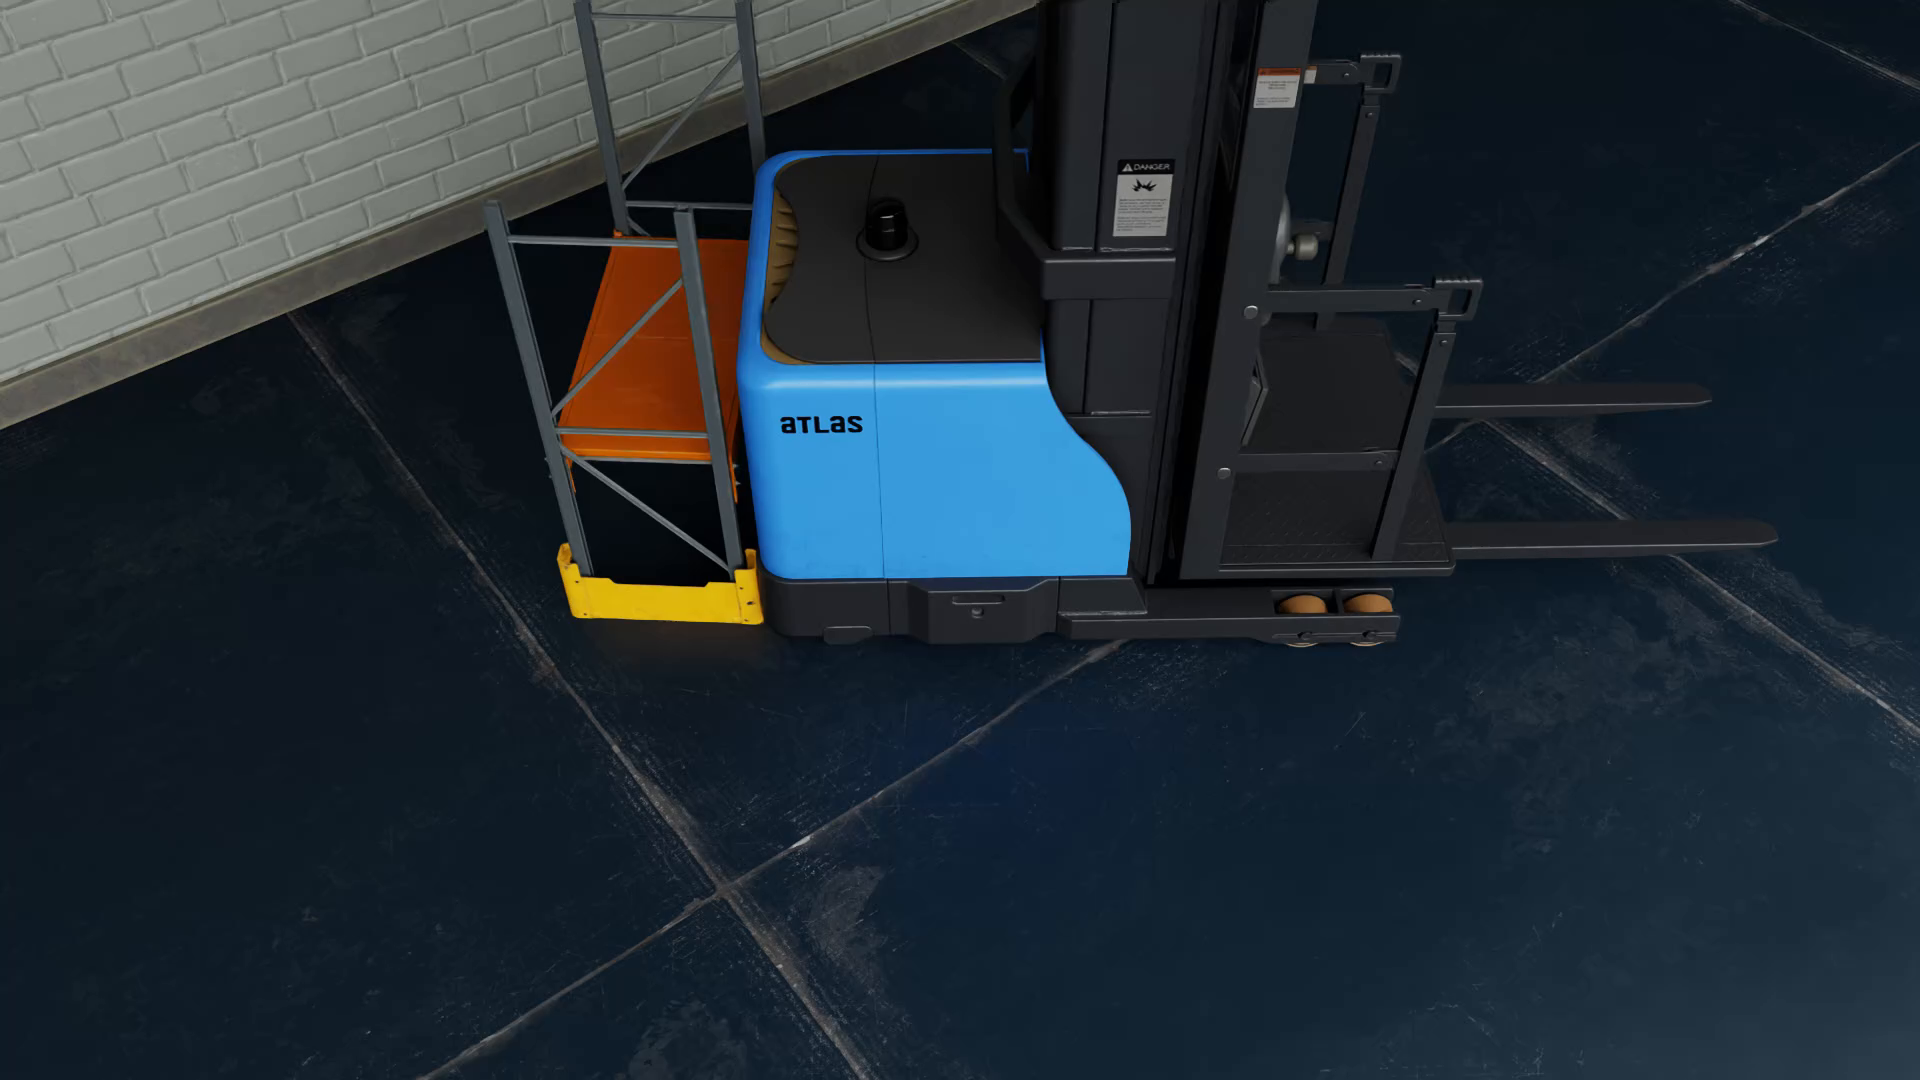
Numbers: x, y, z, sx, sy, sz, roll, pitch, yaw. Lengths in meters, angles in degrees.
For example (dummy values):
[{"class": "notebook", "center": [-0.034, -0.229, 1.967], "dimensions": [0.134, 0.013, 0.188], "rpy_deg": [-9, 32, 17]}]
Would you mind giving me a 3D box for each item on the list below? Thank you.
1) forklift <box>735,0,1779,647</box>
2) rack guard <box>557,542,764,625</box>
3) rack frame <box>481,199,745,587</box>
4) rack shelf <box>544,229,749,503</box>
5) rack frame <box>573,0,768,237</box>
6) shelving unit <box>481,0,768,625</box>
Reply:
[{"class": "forklift", "center": [0.919, -1.060, 4.233], "dimensions": [3.031, 2.935, 1.130], "rpy_deg": [-1, 48, -1]}, {"class": "rack guard", "center": [-0.885, 0.131, 4.963], "dimensions": [0.587, 0.250, 0.087], "rpy_deg": [2, 48, 2]}, {"class": "rack frame", "center": [-0.885, -0.288, 4.499], "dimensions": [0.500, 1.500, 0.032], "rpy_deg": [2, 48, 2]}, {"class": "rack shelf", "center": [-0.860, -0.543, 4.973], "dimensions": [0.538, 0.185, 1.000], "rpy_deg": [2, 48, 2]}, {"class": "rack frame", "center": [-0.835, -1.040, 5.181], "dimensions": [0.500, 1.500, 0.032], "rpy_deg": [2, 48, 2]}, {"class": "shelving unit", "center": [-0.860, -0.658, 4.834], "dimensions": [0.587, 1.500, 1.083], "rpy_deg": [2, 48, 2]}]
